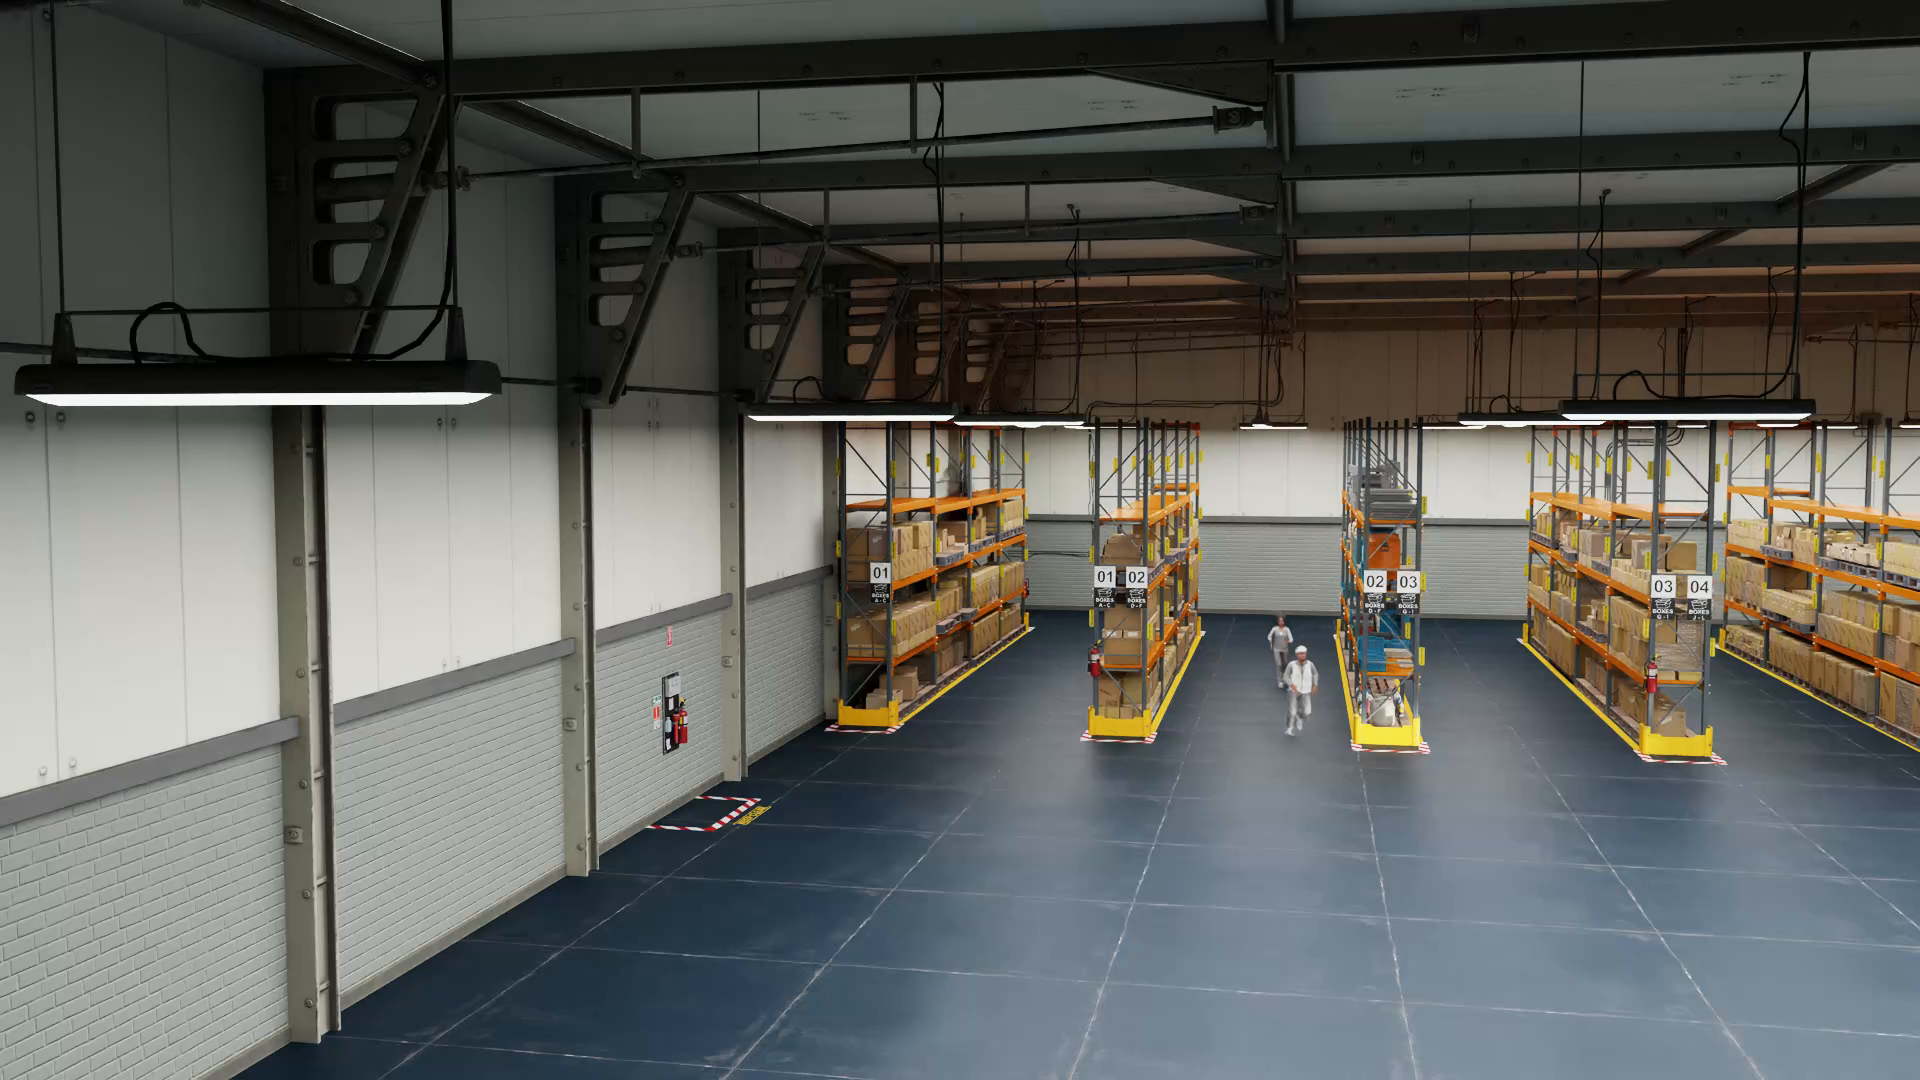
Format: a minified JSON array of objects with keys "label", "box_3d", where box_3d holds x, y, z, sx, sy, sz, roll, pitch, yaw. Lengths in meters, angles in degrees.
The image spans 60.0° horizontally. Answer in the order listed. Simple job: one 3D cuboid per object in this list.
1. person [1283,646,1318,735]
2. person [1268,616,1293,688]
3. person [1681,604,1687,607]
[{"label":"person","box_3d":[6.405,2.833,31.221,0.692,1.707,0.617,0,4,0]},{"label":"person","box_3d":[7.211,2.509,37.422,0.547,1.557,0.823,0,4,4]},{"label":"person","box_3d":[18.757,2.104,42.531,0.708,1.723,0.709,1,4,9]}]
